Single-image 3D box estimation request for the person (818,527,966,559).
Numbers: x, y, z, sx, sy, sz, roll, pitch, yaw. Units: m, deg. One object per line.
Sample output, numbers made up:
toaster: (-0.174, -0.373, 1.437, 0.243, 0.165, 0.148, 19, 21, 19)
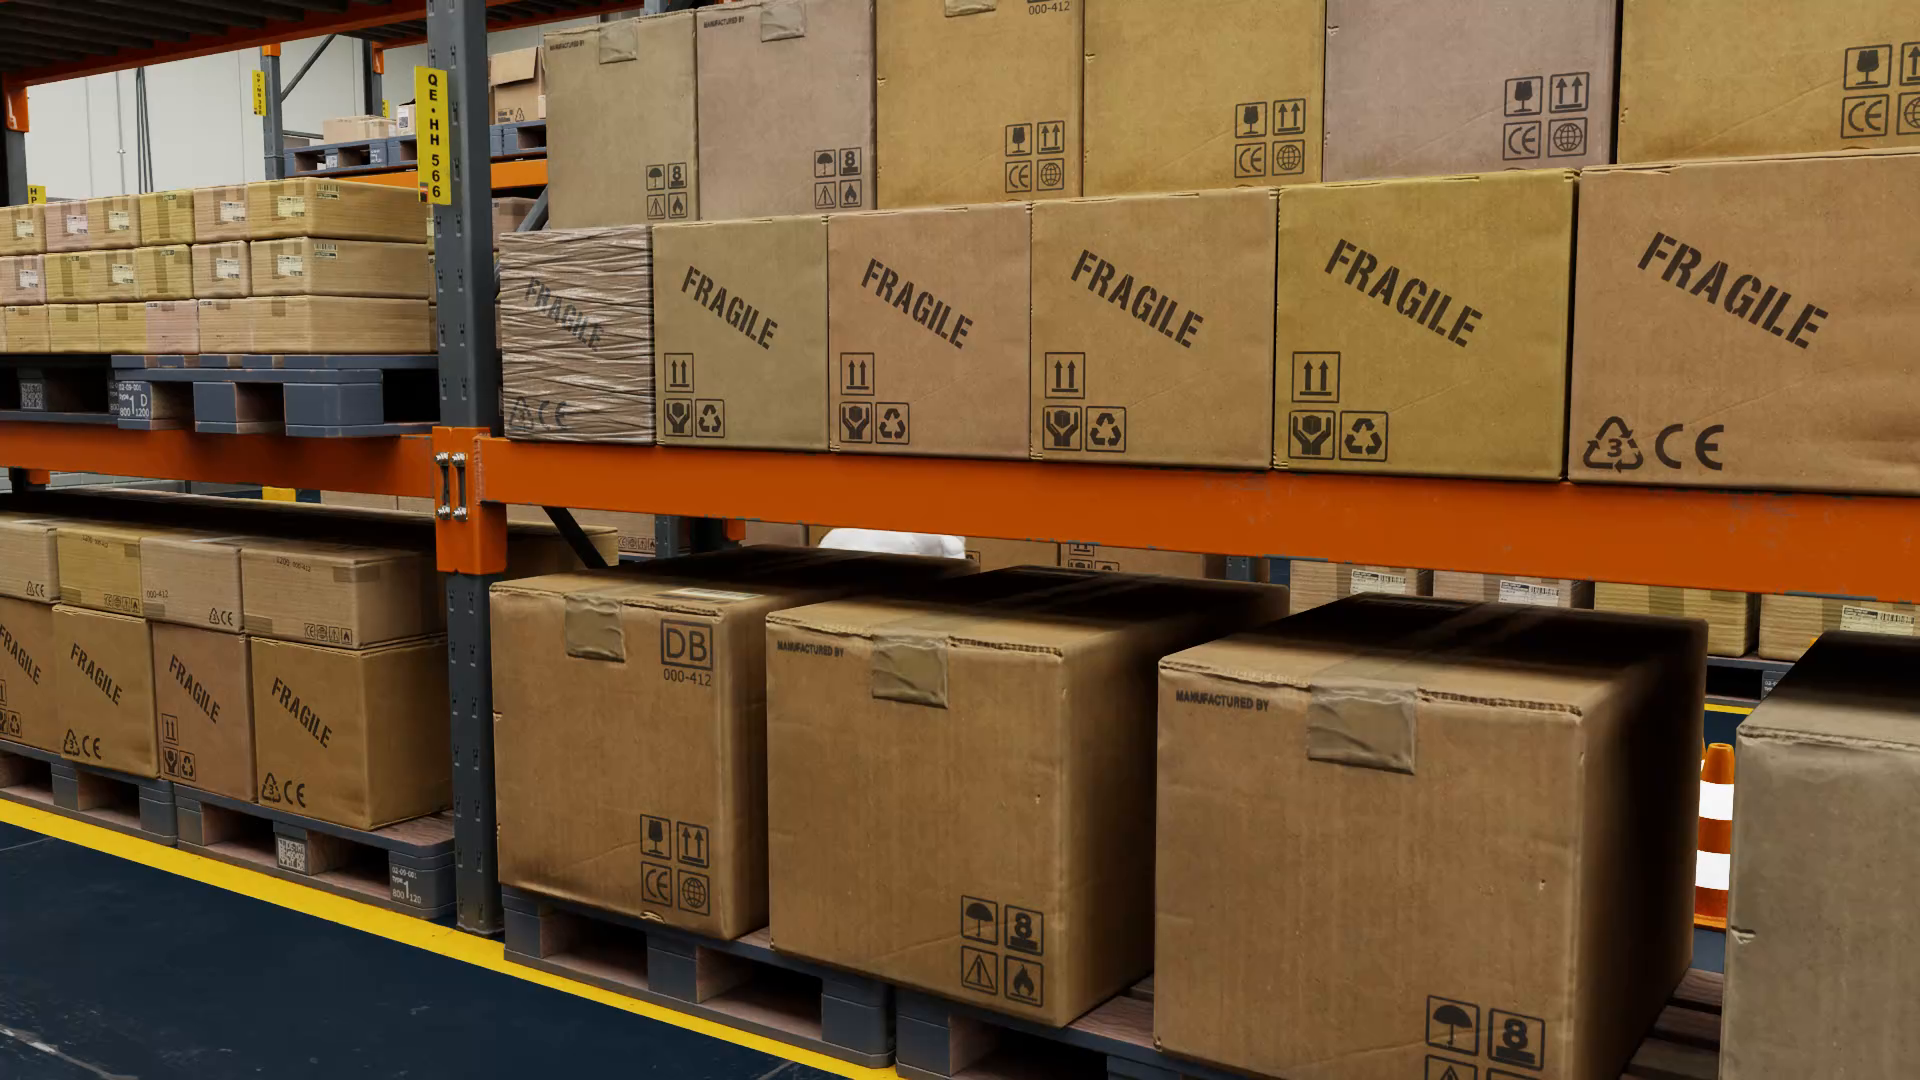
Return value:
person: (-0.265, 0.292, 7.382, 0.518, 0.850, 0.980, 4, 7, 32)
